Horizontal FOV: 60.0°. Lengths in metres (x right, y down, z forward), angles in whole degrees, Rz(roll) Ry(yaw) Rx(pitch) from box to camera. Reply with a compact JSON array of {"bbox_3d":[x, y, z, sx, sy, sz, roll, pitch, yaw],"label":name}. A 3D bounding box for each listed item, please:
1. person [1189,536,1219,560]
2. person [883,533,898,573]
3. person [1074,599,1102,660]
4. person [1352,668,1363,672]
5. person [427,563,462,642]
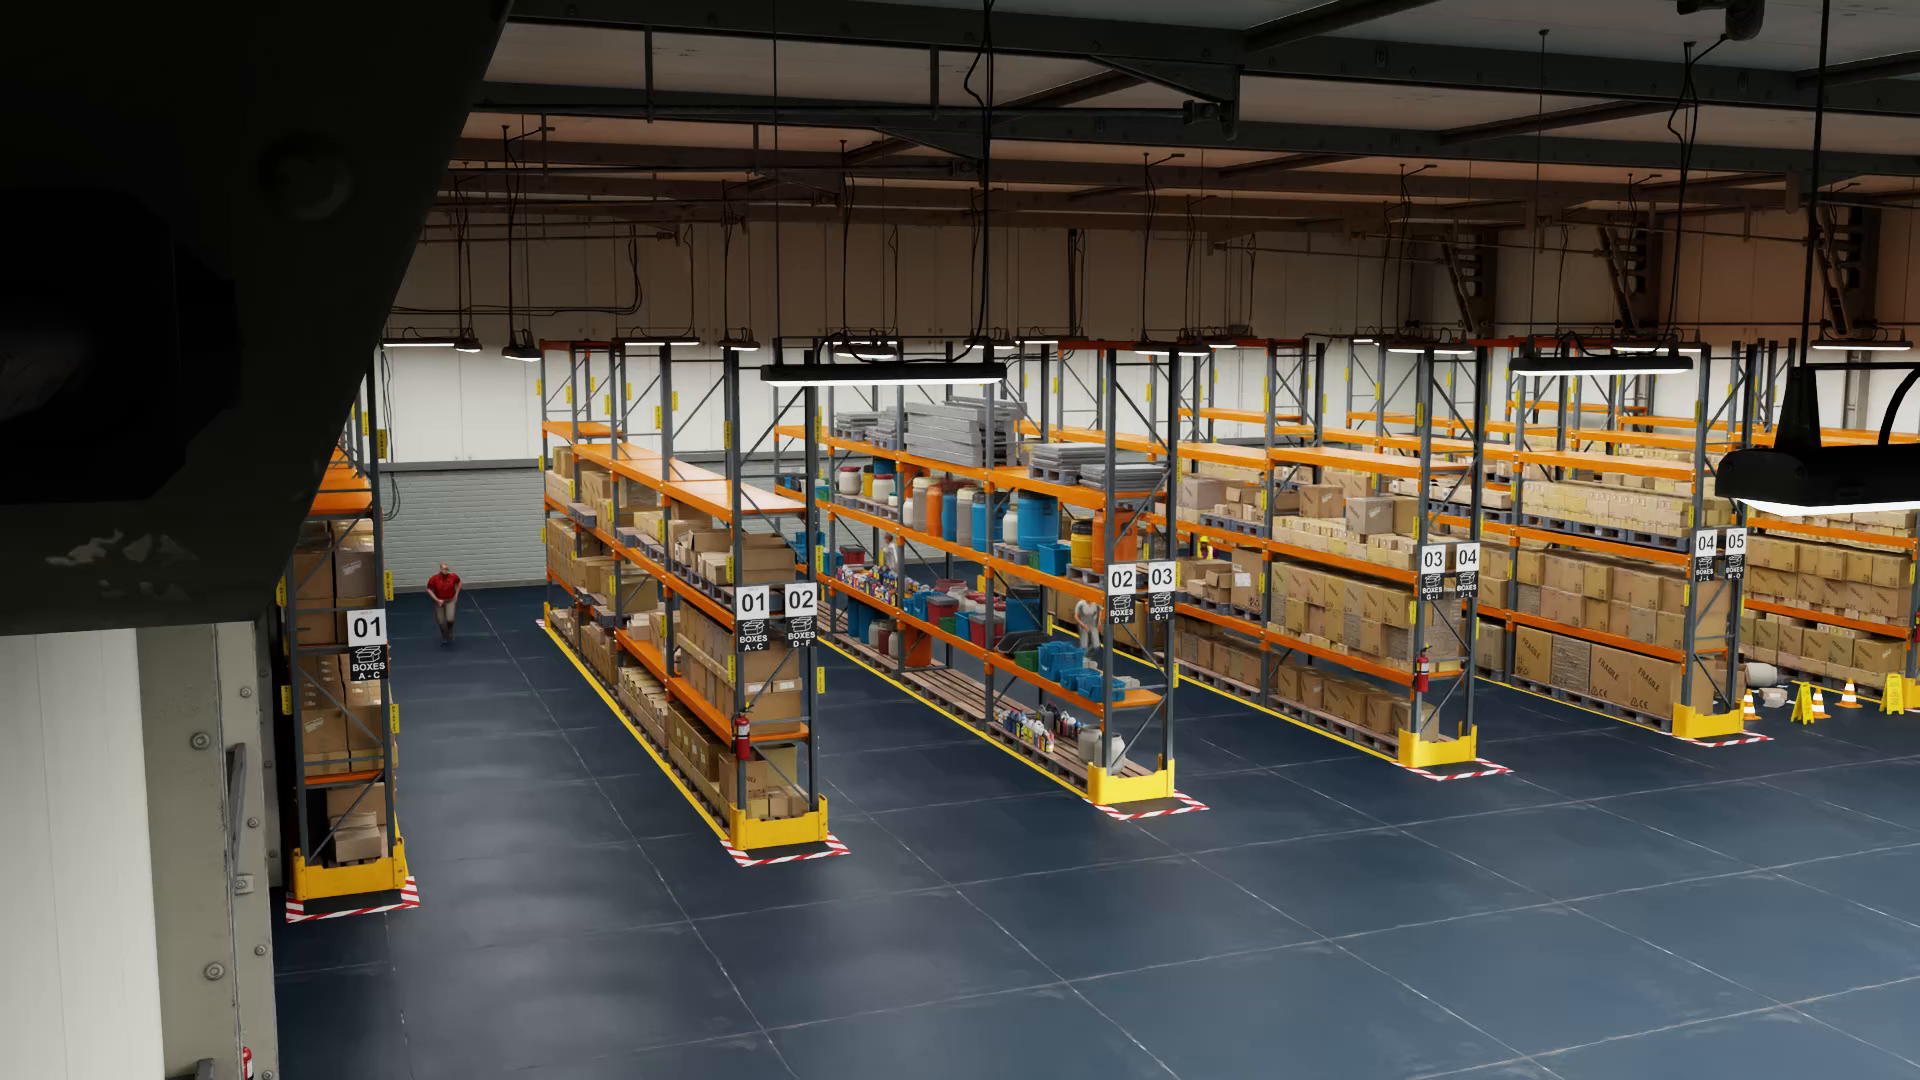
[{"bbox_3d":[5.395,0.714,36.882,0.750,1.666,0.697,-1,8,-11],"label":"person"},{"bbox_3d":[-1.642,0.592,38.238,0.918,1.526,0.394,-3,8,-19],"label":"person"},{"bbox_3d":[2.349,1.610,30.335,0.610,1.585,0.696,-2,8,-13],"label":"person"},{"bbox_3d":[7.363,1.582,30.252,0.494,1.669,0.534,-3,8,-22],"label":"person"},{"bbox_3d":[-10.213,1.243,32.975,0.646,1.636,0.735,-2,8,-13],"label":"person"}]
